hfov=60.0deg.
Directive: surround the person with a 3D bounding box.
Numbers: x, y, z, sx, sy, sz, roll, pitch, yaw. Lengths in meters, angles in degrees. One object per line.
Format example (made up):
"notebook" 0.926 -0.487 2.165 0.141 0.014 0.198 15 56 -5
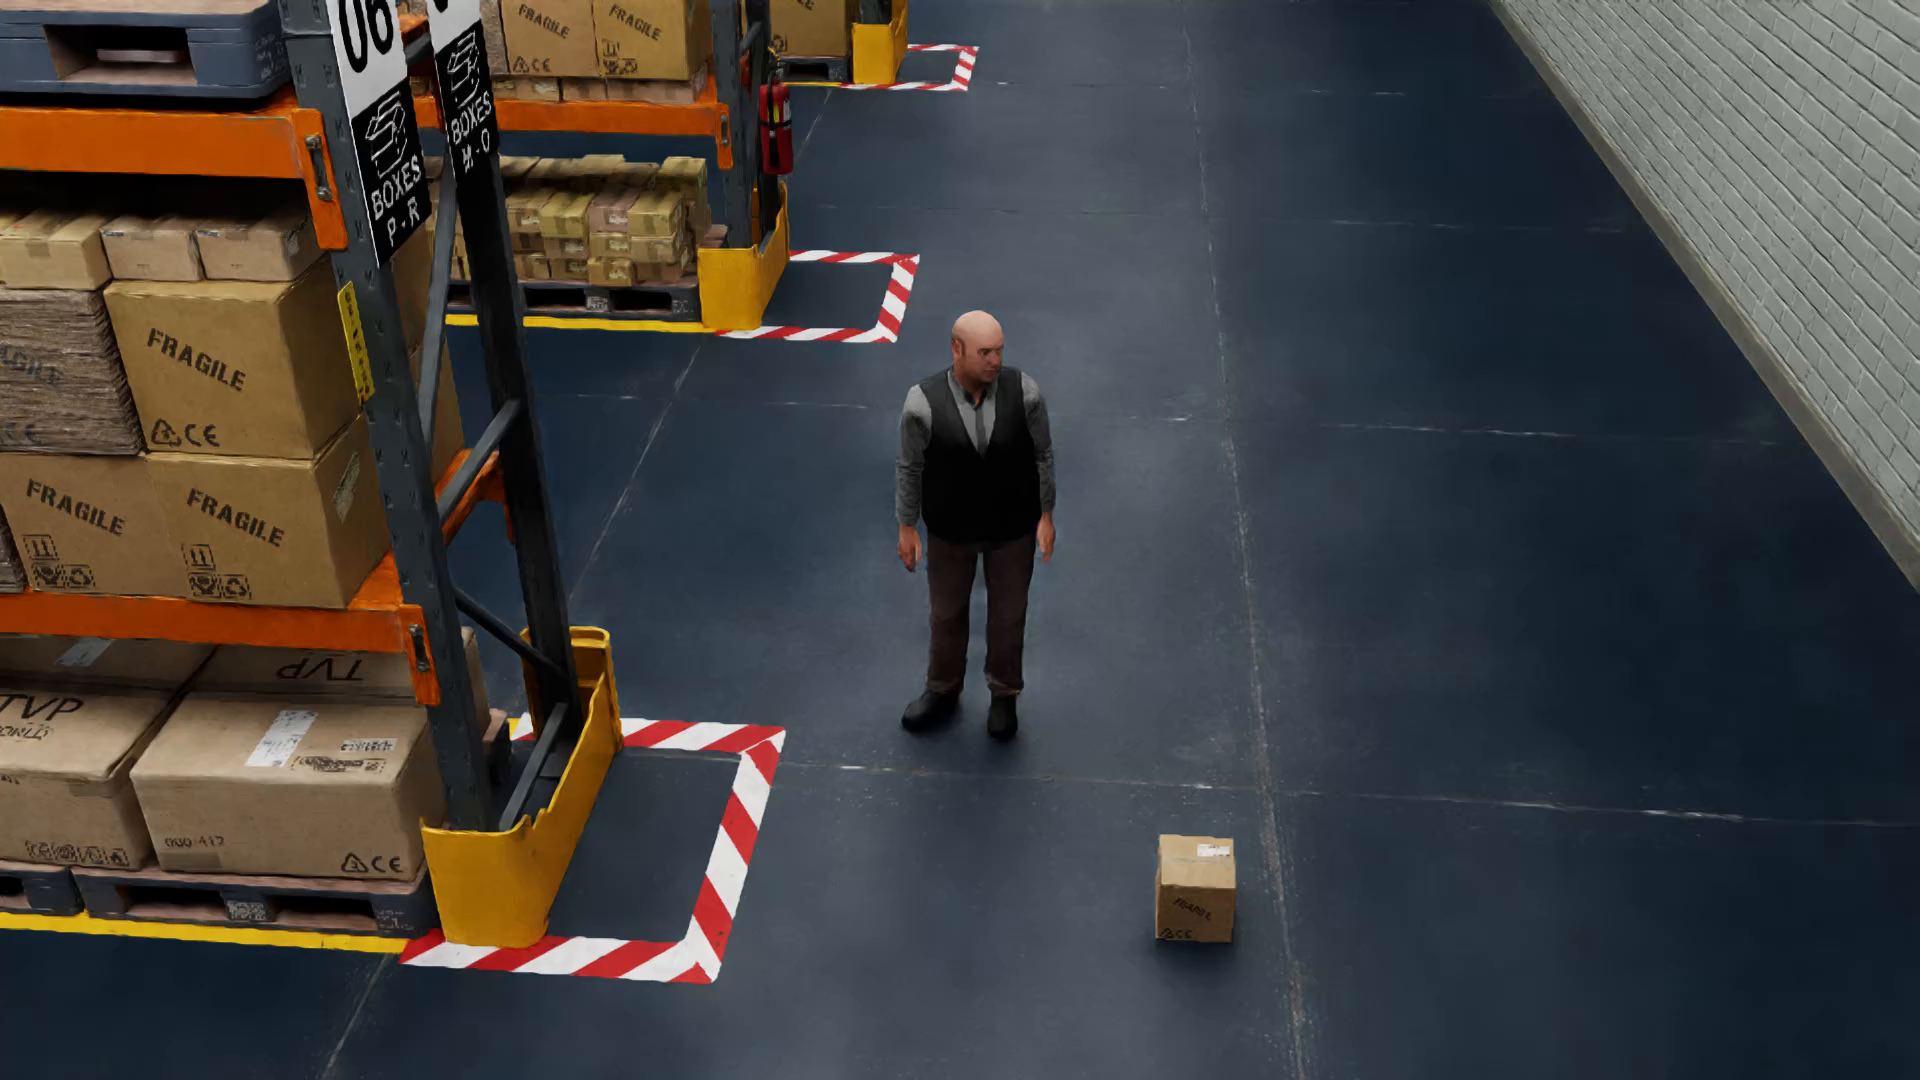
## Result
"person" 0.059 -0.036 6.168 0.591 1.732 0.385 -2 32 -3
